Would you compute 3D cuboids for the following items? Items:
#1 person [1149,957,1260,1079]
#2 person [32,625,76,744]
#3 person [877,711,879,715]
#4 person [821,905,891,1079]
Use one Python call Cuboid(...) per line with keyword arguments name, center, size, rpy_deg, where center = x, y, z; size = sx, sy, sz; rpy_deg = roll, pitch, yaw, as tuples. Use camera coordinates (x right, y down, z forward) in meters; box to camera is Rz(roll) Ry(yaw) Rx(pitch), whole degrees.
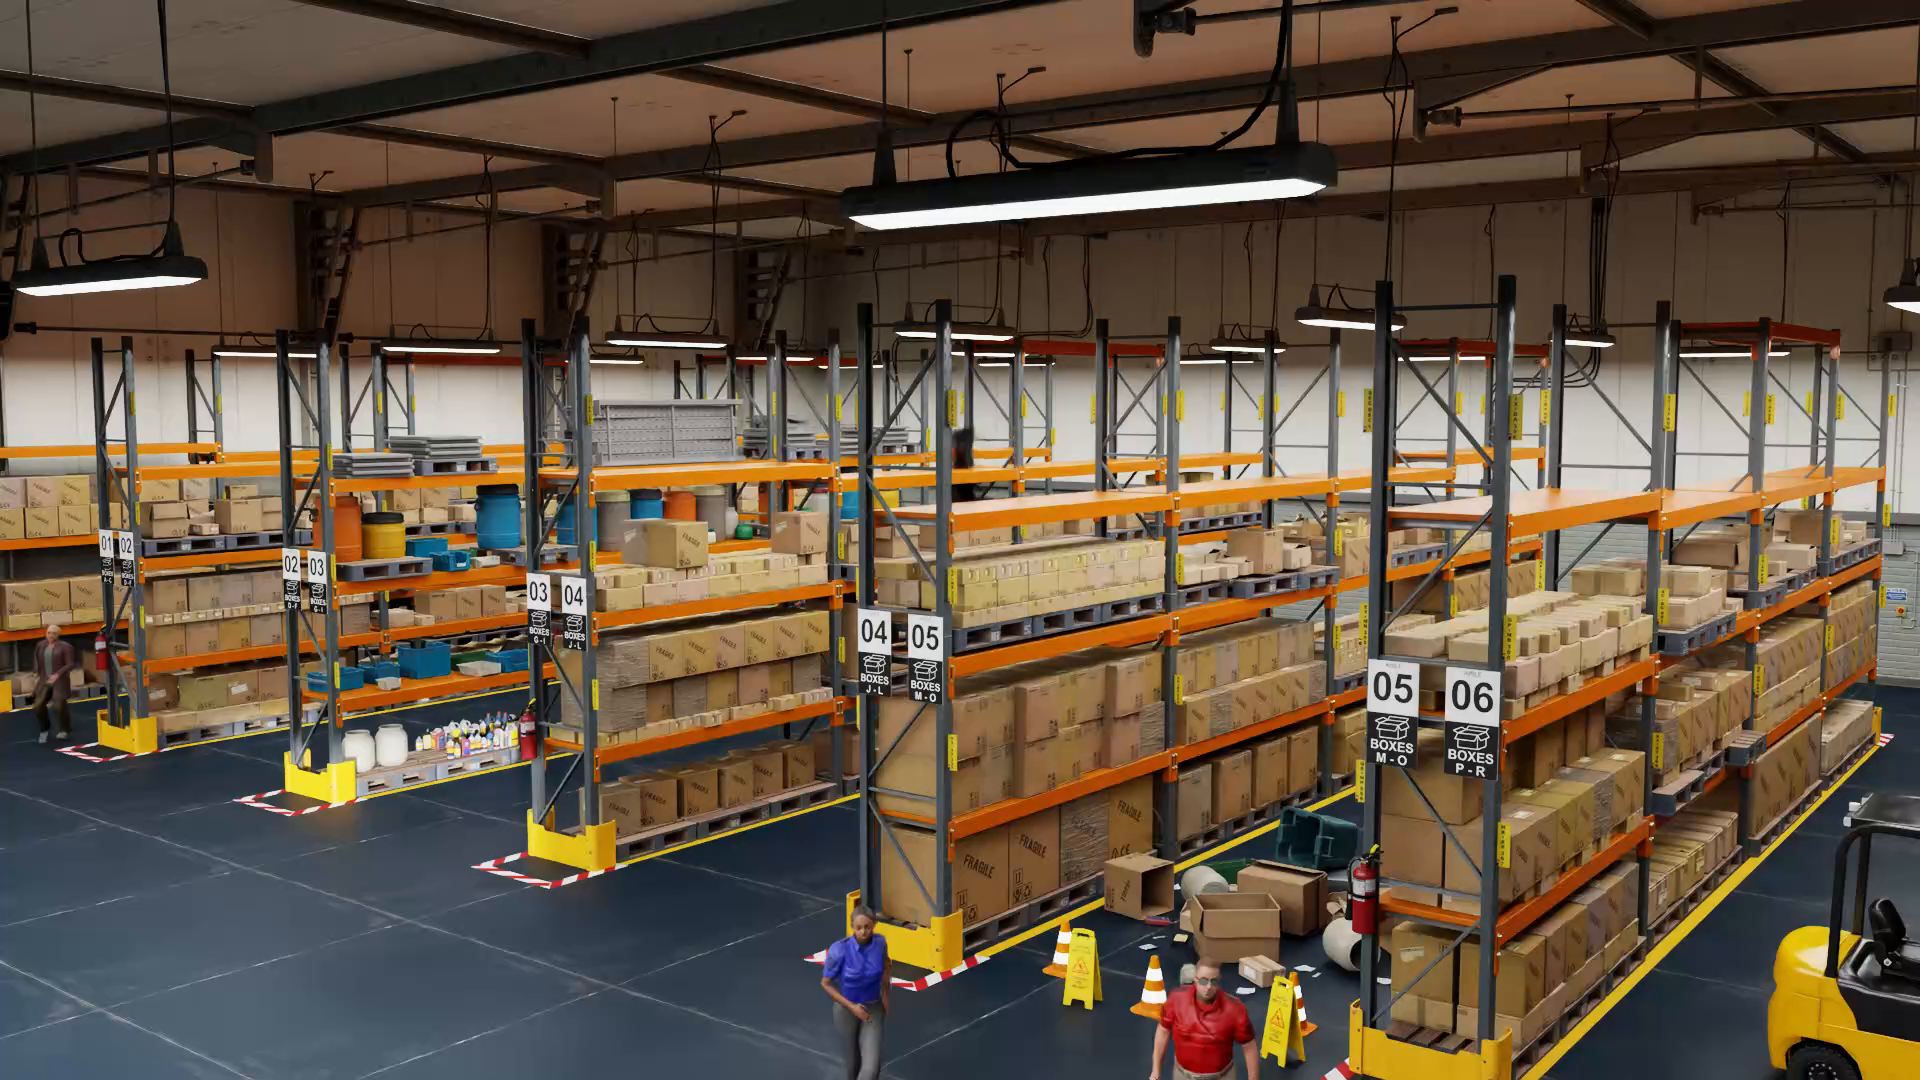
Cuboid(name="person", center=(1.606, 3.415, 10.674), size=(0.725, 1.656, 0.856), rpy_deg=(2, 5, 18))
Cuboid(name="person", center=(-13.479, 2.162, 24.701), size=(0.684, 1.822, 0.742), rpy_deg=(0, 5, -3))
Cuboid(name="person", center=(-1.368, 1.983, 26.507), size=(0.689, 1.789, 0.721), rpy_deg=(3, 6, 27))
Cuboid(name="person", center=(-0.745, 3.385, 11.768), size=(0.549, 1.525, 0.796), rpy_deg=(-1, 5, -15))
